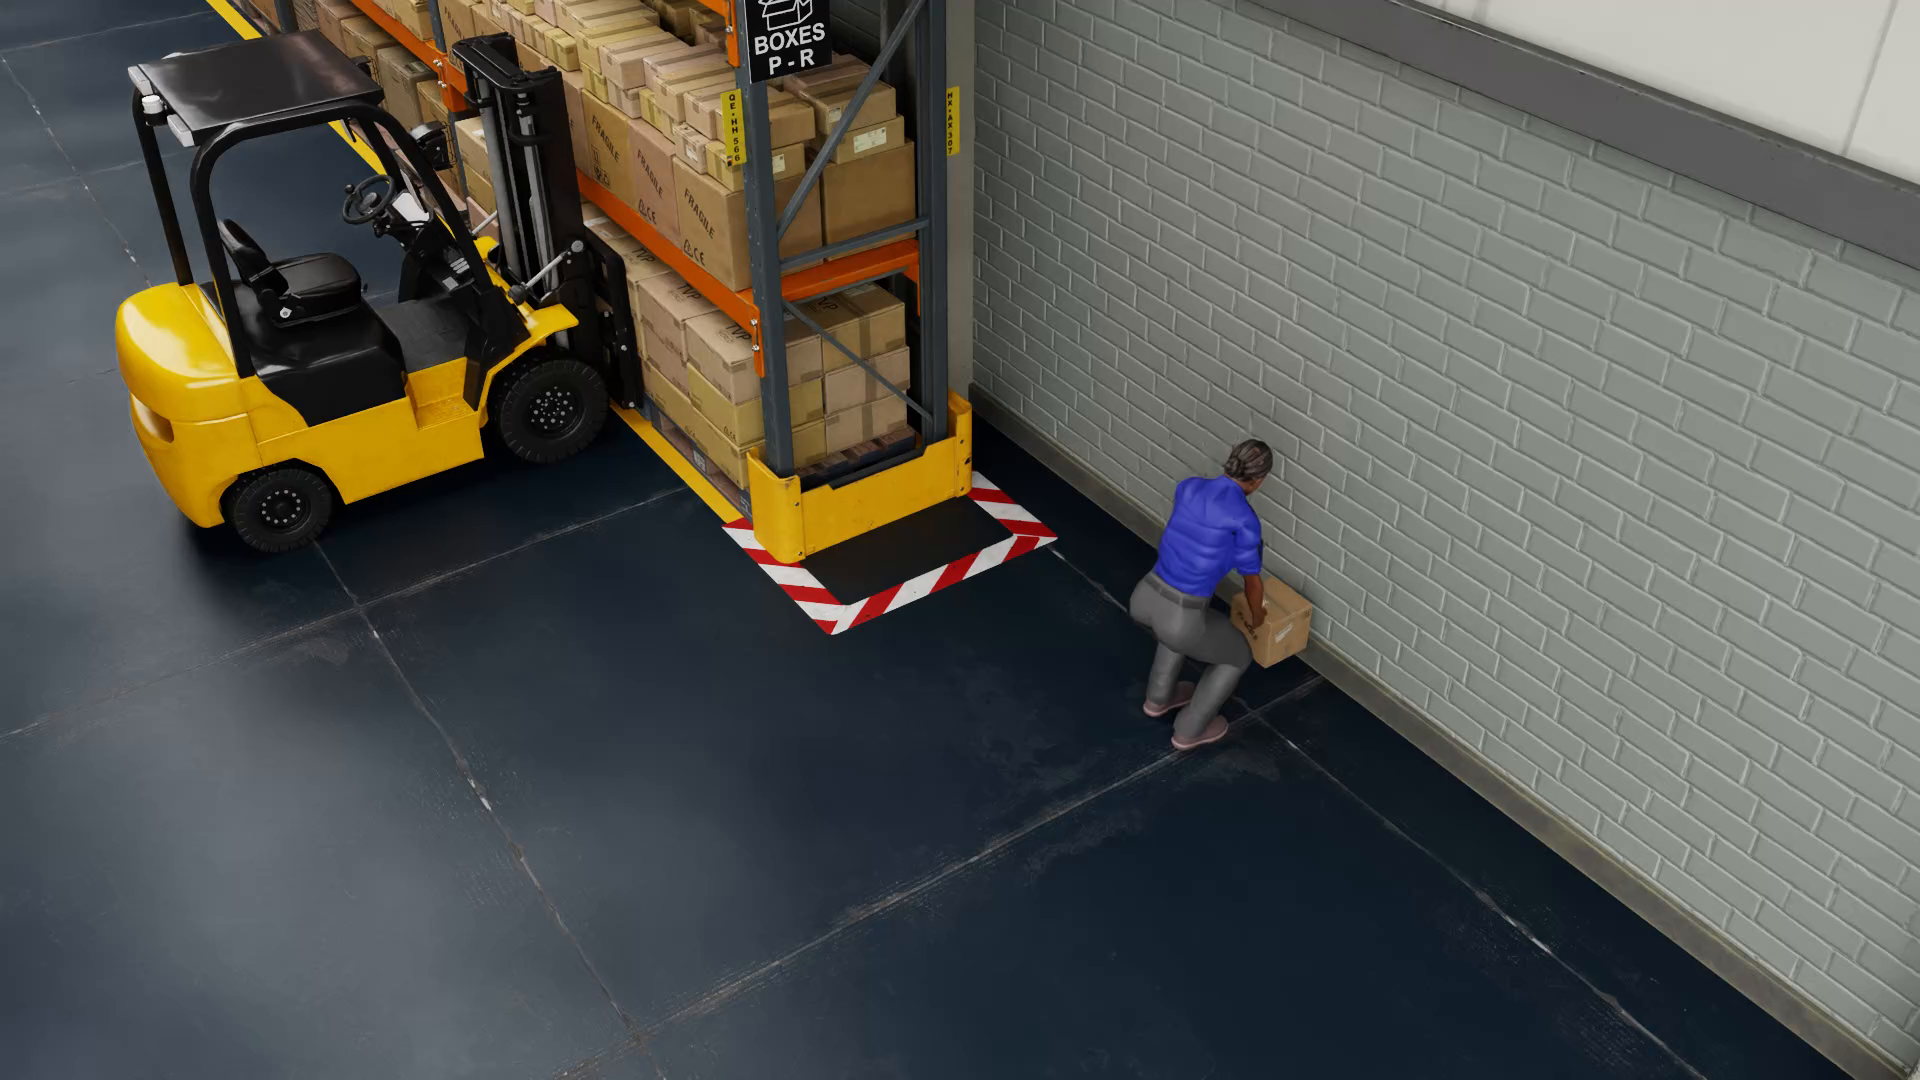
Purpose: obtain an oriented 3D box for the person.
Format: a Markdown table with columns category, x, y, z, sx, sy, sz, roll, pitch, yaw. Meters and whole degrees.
| category | x | y | z | sx | sy | sz | roll | pitch | yaw |
| --- | --- | --- | --- | --- | --- | --- | --- | --- | --- |
| person | 0.994 | 0.230 | 6.973 | 0.652 | 1.336 | 0.496 | -23 | 42 | -27 |
